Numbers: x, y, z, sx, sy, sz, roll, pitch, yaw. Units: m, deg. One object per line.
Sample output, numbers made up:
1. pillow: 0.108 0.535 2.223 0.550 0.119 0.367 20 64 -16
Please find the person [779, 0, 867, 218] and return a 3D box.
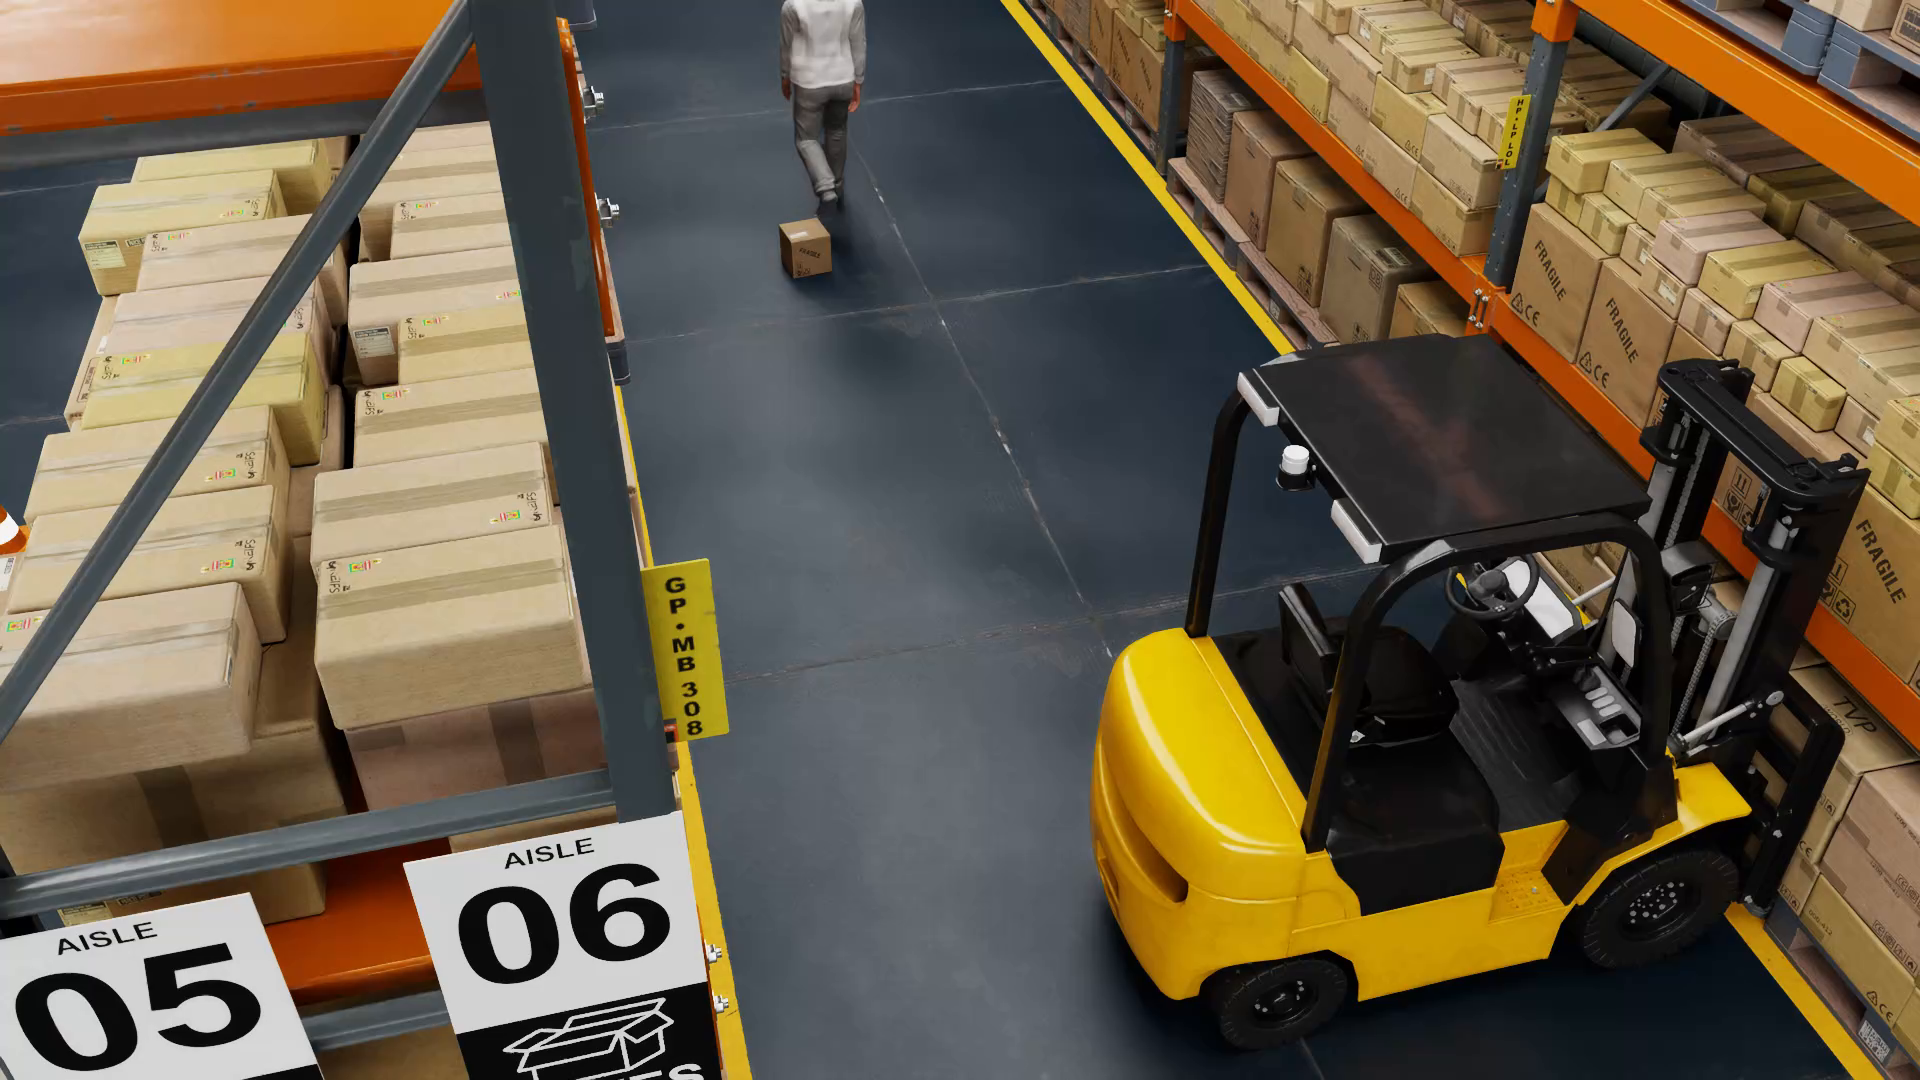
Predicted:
1. person: -0.844 -2.868 10.364 0.526 1.747 0.834 -13 40 -16
